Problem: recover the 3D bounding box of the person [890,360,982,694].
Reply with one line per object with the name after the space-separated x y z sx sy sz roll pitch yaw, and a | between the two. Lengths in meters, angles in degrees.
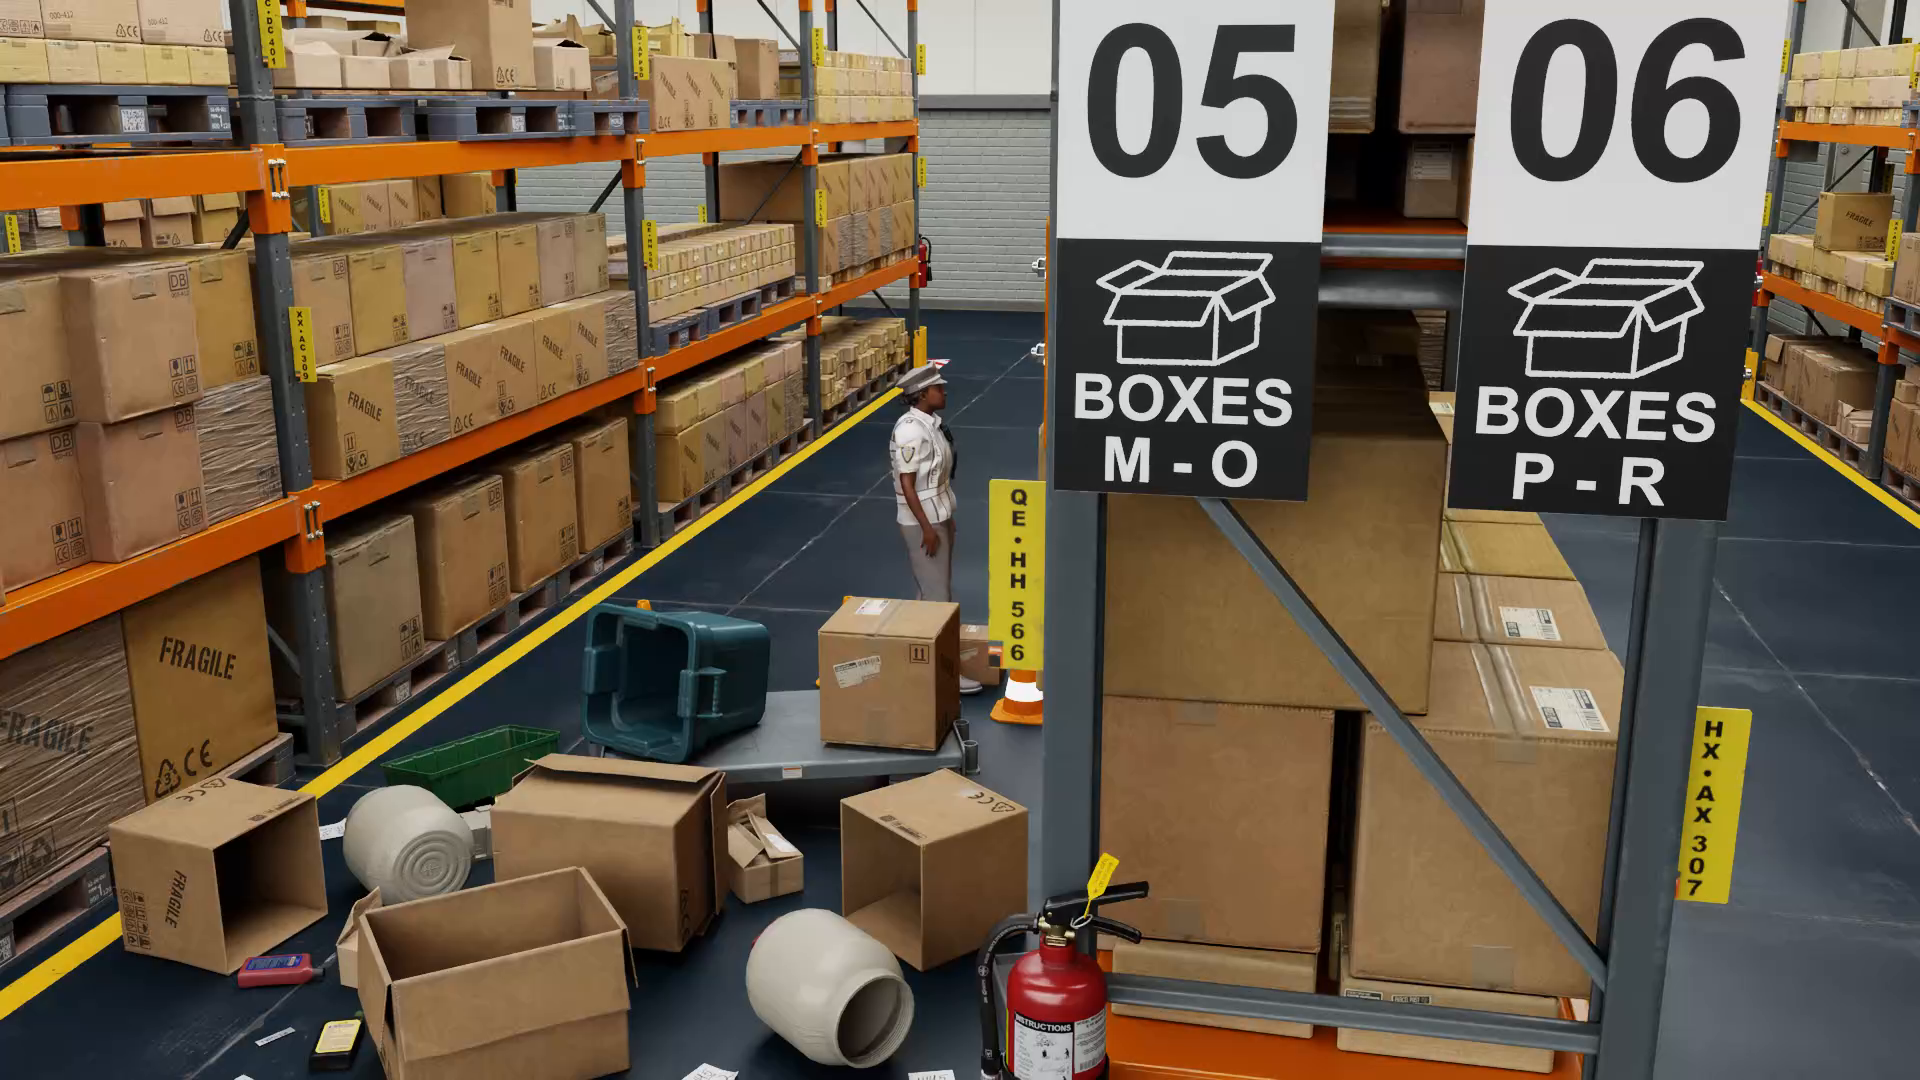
-0.098 -0.091 8.758 0.530 1.695 0.570 3 15 11 | person
